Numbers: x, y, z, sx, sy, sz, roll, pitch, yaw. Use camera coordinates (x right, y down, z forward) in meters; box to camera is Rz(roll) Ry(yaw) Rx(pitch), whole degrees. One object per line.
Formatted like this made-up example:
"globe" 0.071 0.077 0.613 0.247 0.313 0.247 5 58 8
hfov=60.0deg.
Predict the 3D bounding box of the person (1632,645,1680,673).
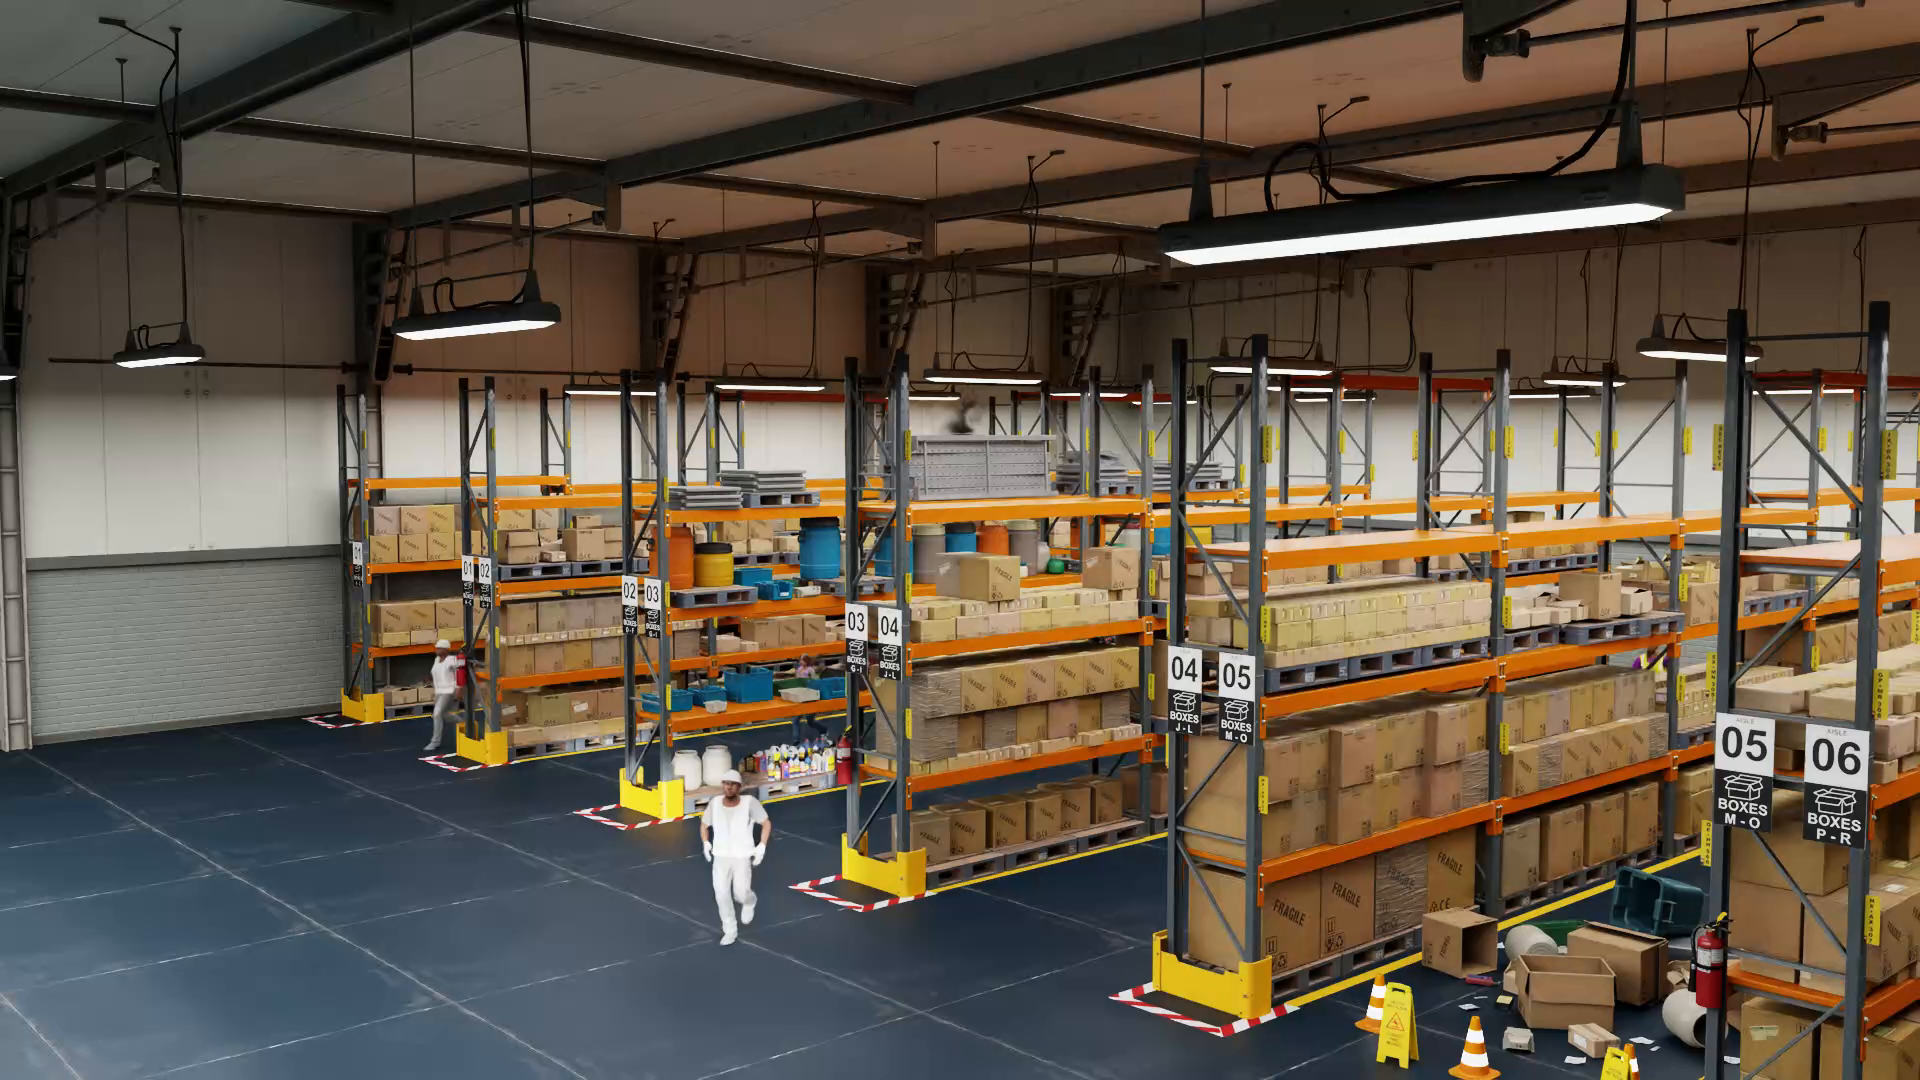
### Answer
"person" 11.526 2.488 27.637 0.728 1.749 0.913 3 5 41

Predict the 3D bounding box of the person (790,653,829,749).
"person" -2.485 2.600 26.782 0.543 1.576 0.877 3 5 39

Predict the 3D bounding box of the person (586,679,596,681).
"person" -6.529 2.386 29.648 0.658 1.662 0.955 3 5 42

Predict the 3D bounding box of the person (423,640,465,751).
"person" -8.407 2.505 27.229 0.735 1.766 0.918 4 5 44

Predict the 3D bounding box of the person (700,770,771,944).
"person" -2.287 3.187 16.903 0.723 1.739 0.629 0 4 5
